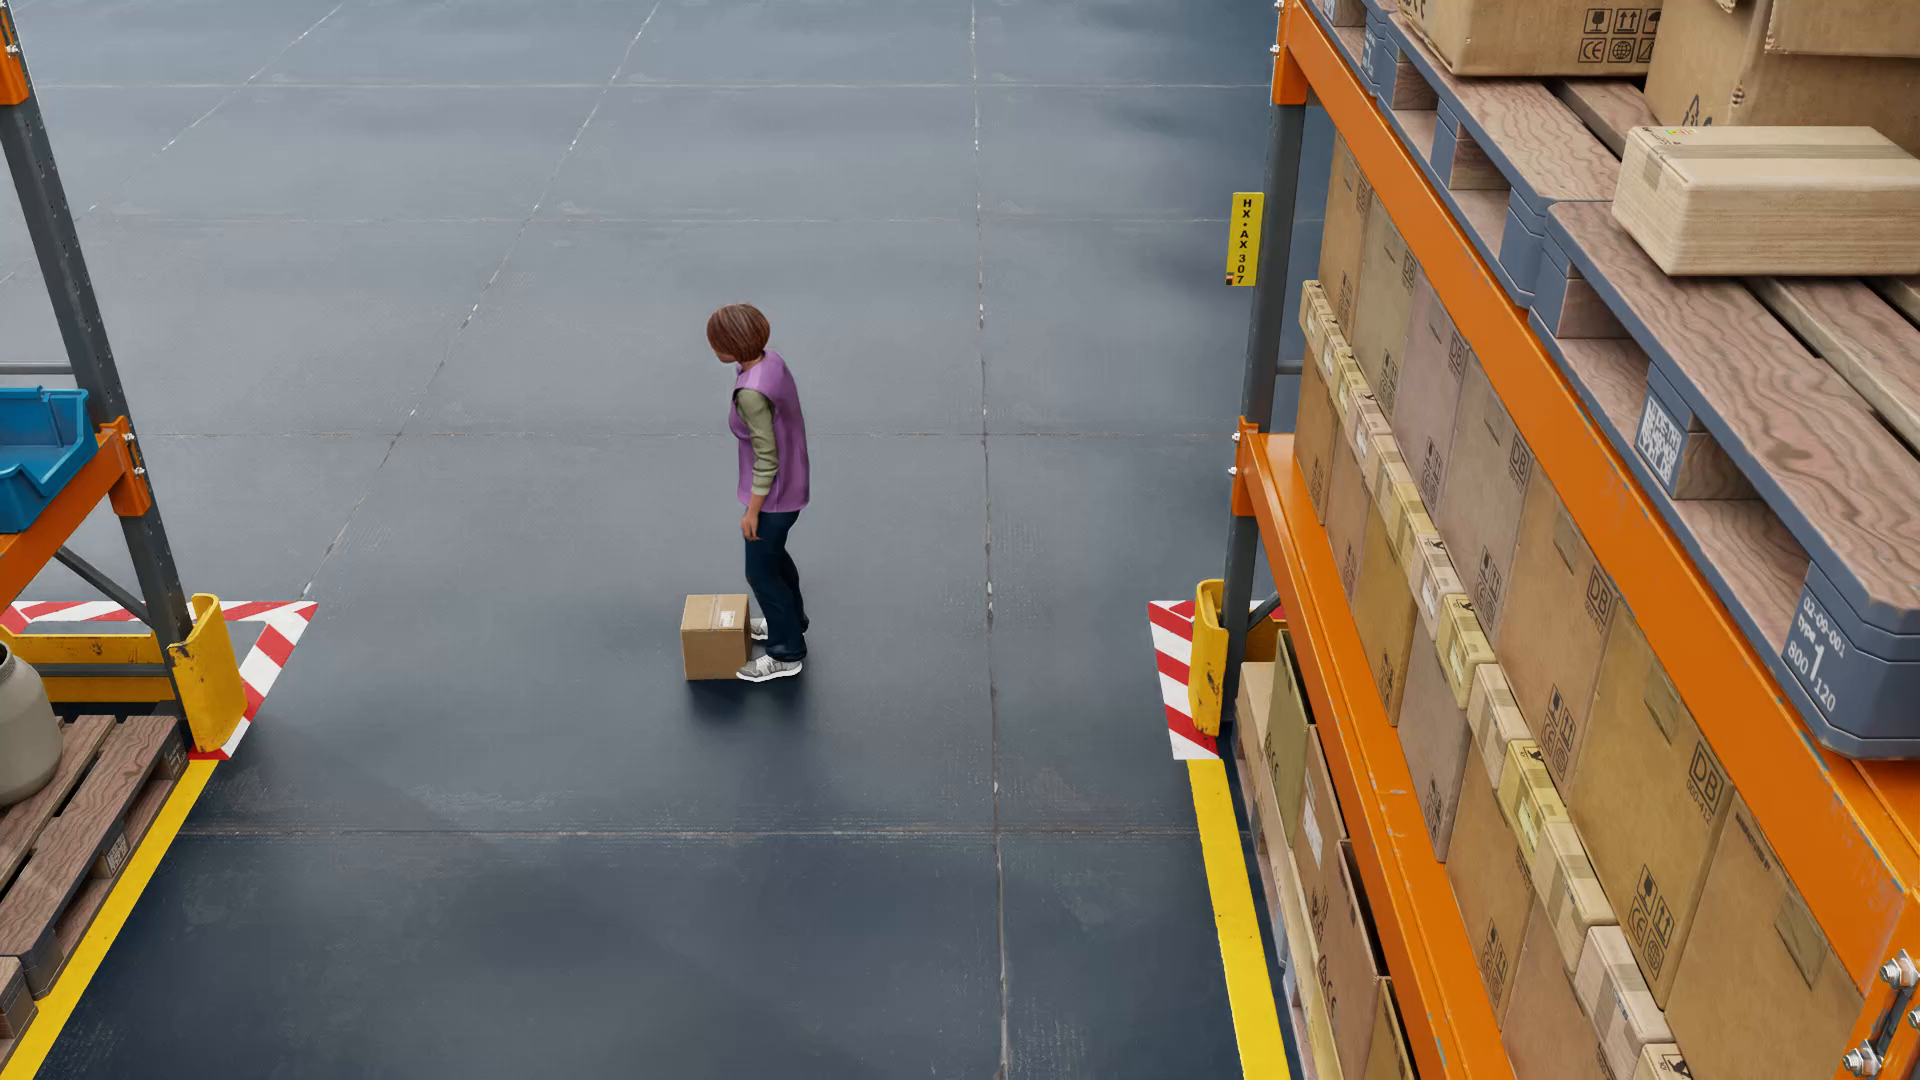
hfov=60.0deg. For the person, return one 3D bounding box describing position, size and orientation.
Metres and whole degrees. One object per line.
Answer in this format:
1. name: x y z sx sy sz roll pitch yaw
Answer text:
1. person: -0.747 -0.178 6.441 0.343 1.582 0.462 0 32 0
